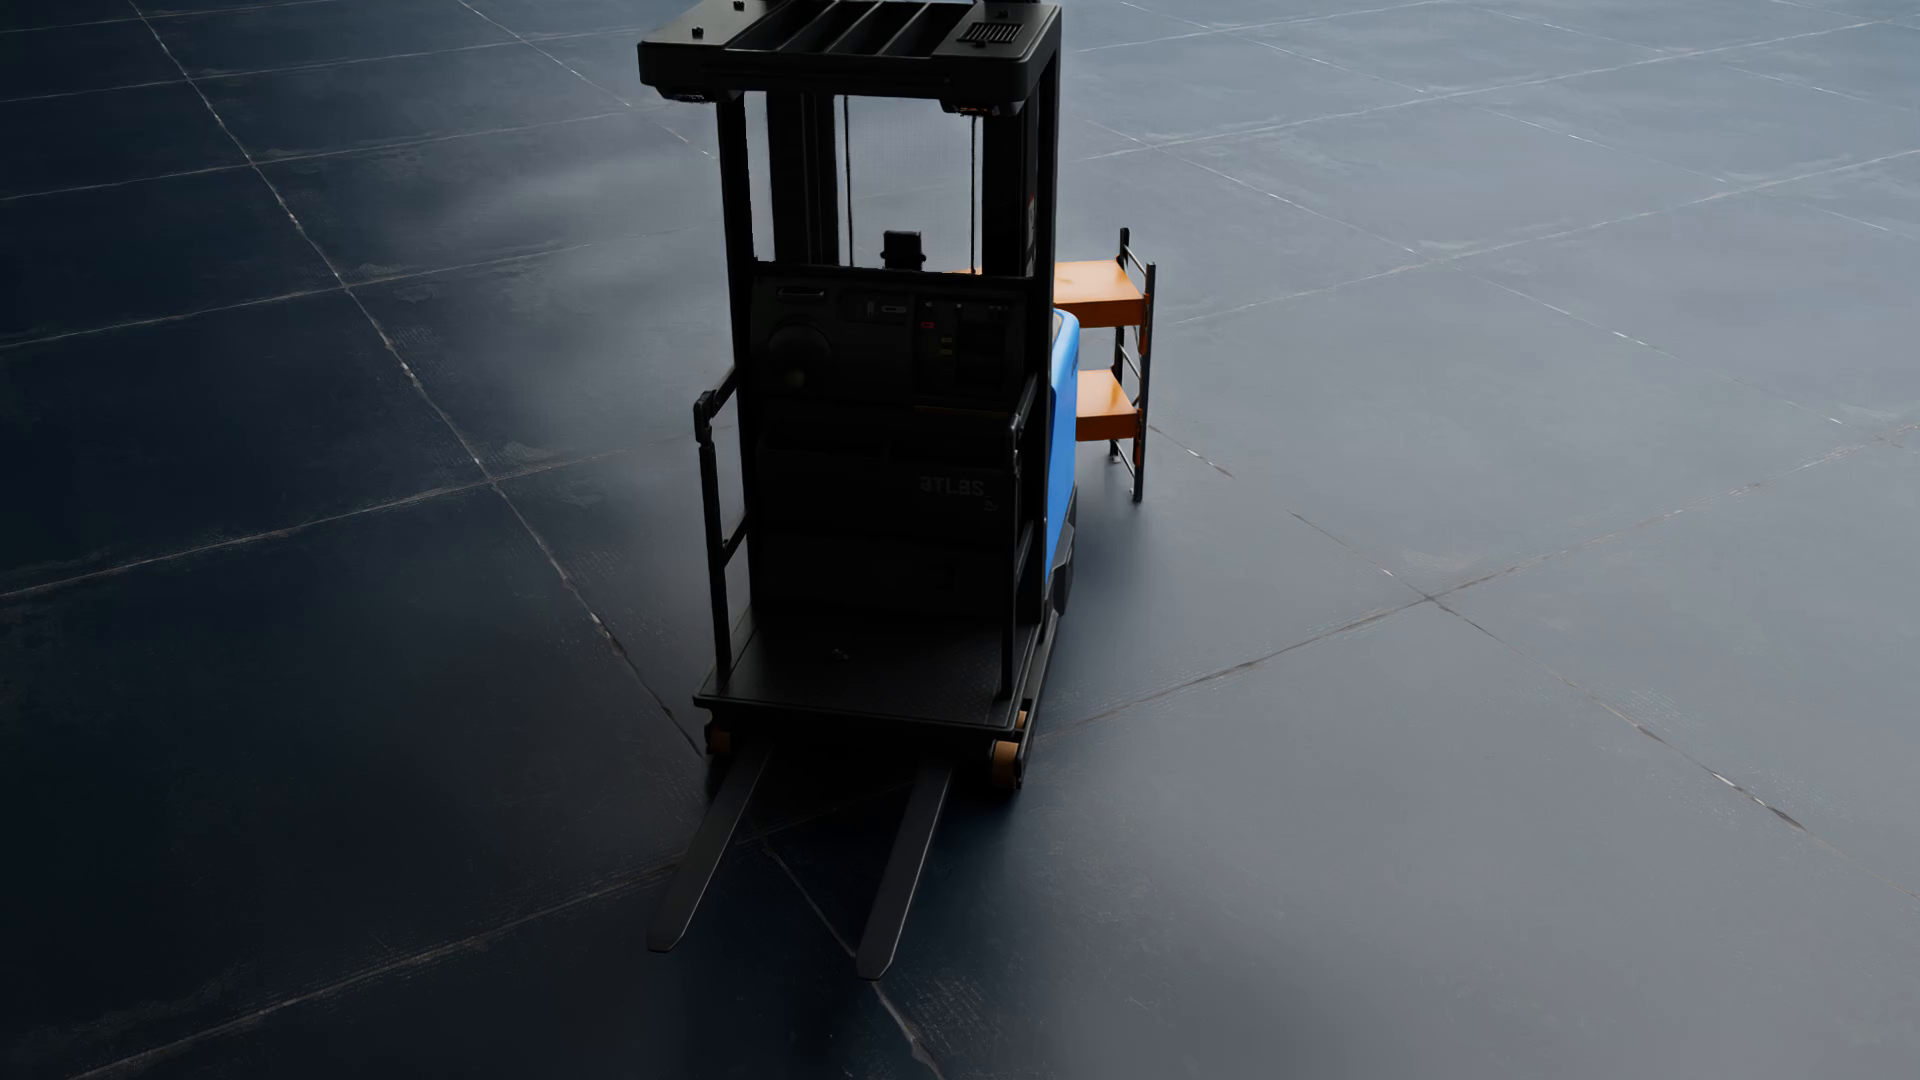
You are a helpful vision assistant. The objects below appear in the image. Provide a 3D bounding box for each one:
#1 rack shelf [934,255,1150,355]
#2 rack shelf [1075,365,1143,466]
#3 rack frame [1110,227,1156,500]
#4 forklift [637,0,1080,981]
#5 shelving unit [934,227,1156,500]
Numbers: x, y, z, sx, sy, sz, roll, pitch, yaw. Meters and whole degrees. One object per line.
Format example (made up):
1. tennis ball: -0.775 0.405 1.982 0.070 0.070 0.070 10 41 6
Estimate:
1. rack shelf: 0.274 -1.010 7.310 1.000 0.278 0.538 -4 29 -8
2. rack shelf: 0.274 -0.539 7.569 1.000 0.278 0.538 -4 29 -8
3. rack frame: 0.776 -0.793 7.522 0.032 1.125 0.500 -4 29 -8
4. forklift: -0.279 -0.622 5.343 1.130 2.935 3.031 5 29 9
5. shelving unit: 0.274 -0.753 7.451 1.048 1.125 0.538 -4 29 -8
